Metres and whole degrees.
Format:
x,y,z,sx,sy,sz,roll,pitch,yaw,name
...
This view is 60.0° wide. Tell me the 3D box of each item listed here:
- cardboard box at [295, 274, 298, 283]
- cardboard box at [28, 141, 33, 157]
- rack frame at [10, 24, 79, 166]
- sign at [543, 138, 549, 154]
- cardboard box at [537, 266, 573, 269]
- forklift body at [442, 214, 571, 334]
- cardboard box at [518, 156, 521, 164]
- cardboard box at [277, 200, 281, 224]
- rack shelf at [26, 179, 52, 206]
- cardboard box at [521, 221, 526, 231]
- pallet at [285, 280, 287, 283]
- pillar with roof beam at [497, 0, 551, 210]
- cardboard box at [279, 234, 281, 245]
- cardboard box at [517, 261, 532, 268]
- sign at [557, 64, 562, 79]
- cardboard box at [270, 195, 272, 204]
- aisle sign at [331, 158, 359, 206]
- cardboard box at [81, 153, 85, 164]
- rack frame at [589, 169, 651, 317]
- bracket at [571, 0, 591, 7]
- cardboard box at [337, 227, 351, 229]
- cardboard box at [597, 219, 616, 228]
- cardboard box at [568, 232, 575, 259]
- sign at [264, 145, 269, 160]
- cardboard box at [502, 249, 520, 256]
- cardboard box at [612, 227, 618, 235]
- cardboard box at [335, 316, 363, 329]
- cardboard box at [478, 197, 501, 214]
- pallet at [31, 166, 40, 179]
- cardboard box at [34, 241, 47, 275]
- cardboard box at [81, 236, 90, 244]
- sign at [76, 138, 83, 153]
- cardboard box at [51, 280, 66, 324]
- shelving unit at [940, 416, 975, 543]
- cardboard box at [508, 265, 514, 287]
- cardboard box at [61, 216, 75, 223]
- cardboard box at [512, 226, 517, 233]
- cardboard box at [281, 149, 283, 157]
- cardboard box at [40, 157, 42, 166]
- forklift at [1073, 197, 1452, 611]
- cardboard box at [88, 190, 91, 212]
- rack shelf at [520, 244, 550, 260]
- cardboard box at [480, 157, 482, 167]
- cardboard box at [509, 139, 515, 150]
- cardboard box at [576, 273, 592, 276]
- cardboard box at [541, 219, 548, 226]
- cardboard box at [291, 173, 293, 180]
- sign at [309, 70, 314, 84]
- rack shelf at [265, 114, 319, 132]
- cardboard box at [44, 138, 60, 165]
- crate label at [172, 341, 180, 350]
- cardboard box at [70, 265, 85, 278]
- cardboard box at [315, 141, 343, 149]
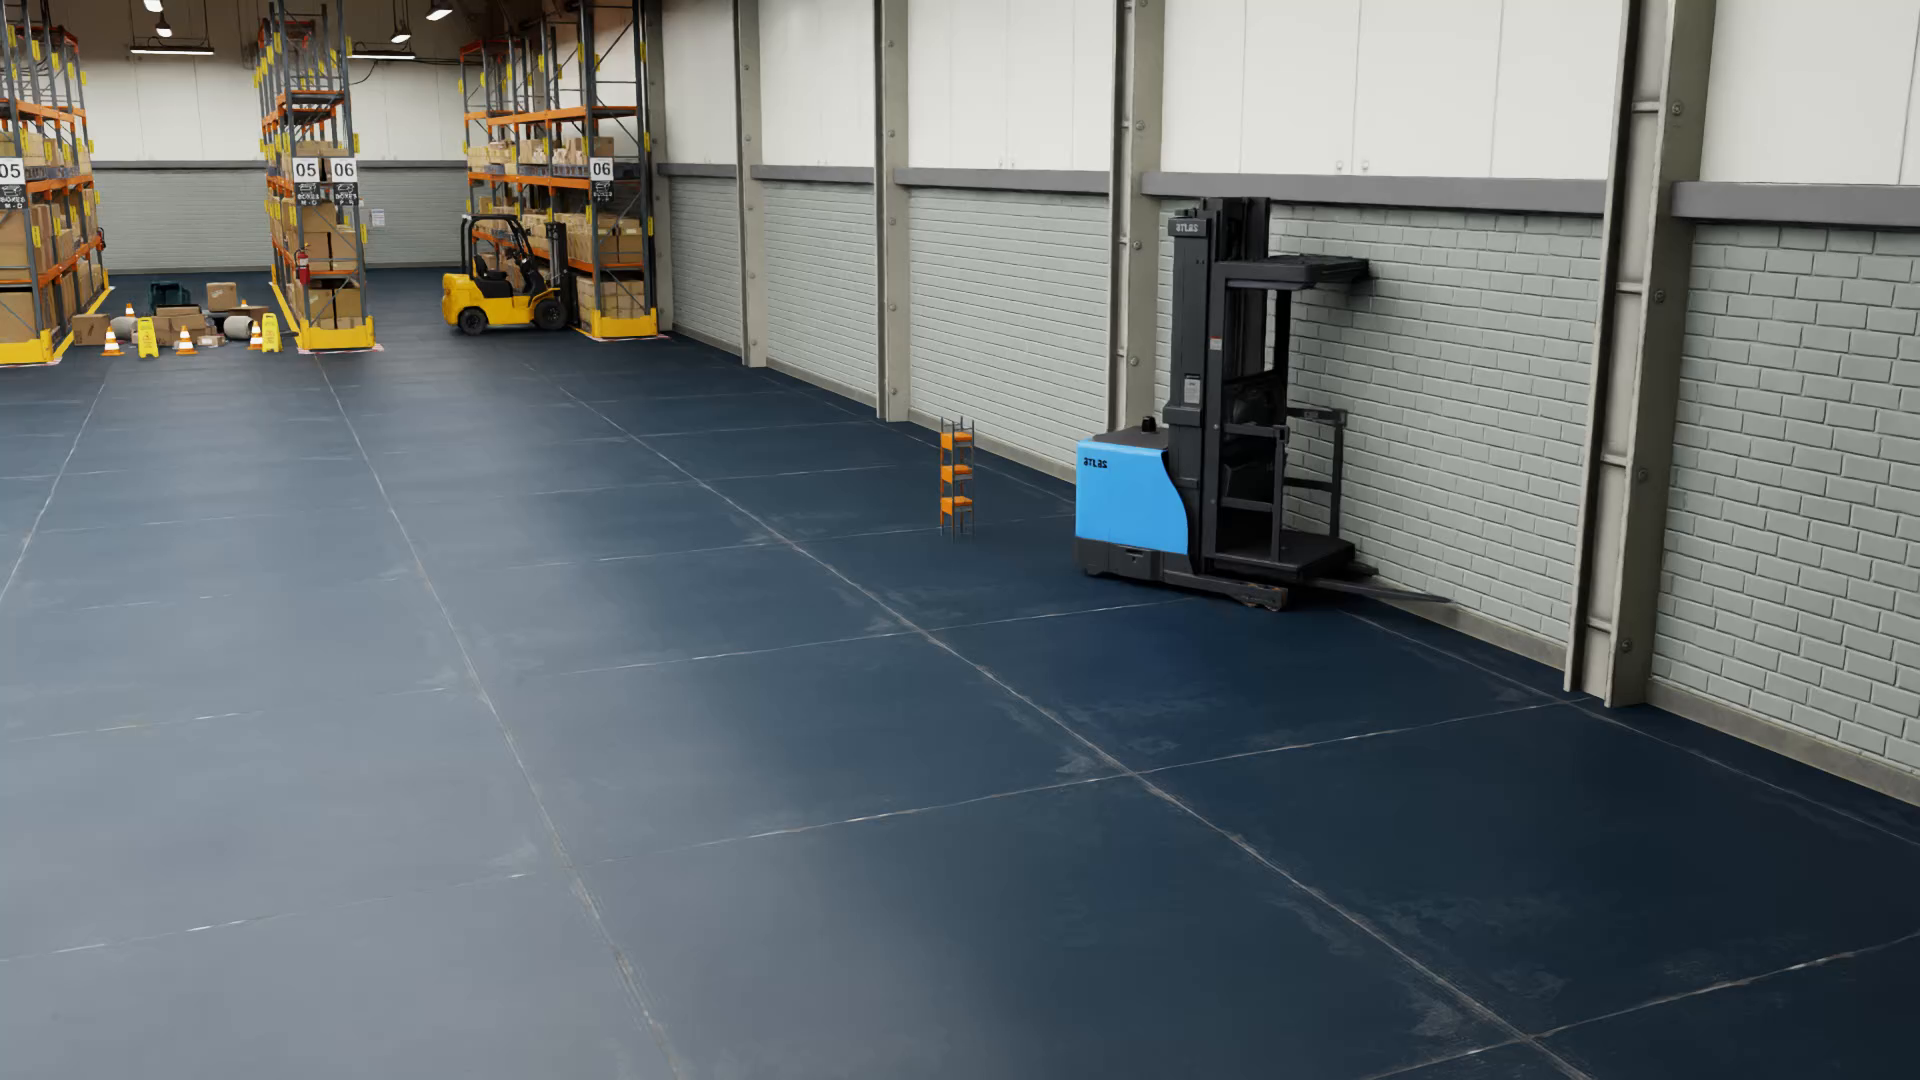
x,y,z,sx,sy,sz,roll,pitch,yaw,name
-12.034,-4.823,30.622,0.380,0.149,0.250,-5,14,-20,cardboard box
-15.594,-6.440,27.409,0.500,0.250,0.500,-6,14,-23,cardboard box
-20.036,-9.723,36.424,1.000,3.000,0.127,-6,14,-23,rack frame
-8.283,-7.880,33.270,0.100,0.325,0.005,-6,14,-23,sign
-8.886,-5.675,36.571,0.875,0.625,0.625,-5,14,-21,cardboard box
-8.619,-5.052,31.428,2.313,2.155,1.214,-6,14,-23,forklift body
-9.531,-8.393,36.692,0.380,0.166,0.250,-6,14,-23,cardboard box
-14.385,-7.061,35.788,0.500,0.500,0.500,-6,14,-24,cardboard box
-16.030,-5.845,27.917,1.077,0.370,4.000,-6,14,-23,rack shelf
-9.461,-6.946,36.952,0.500,0.250,0.500,-6,14,-23,cardboard box
-16.266,-6.327,41.237,1.003,0.211,1.213,-6,14,-23,pallet
-14.392,-10.477,39.680,9.100,9.000,0.548,-6,14,-23,pillar with roof beam
-14.785,-6.660,36.825,0.500,0.250,0.500,-6,14,-24,cardboard box
-9.960,-6.327,38.228,0.380,0.149,0.250,-6,15,-26,cardboard box
-8.885,-10.397,36.913,0.100,0.325,0.005,-6,14,-23,sign
-16.391,-8.087,40.219,0.500,0.500,0.500,-5,14,-22,cardboard box
-10.425,-6.071,28.183,0.394,0.787,0.004,-6,14,-23,aisle sign
-20.393,-8.762,38.148,0.500,0.250,0.500,-5,14,-22,cardboard box
-6.187,-5.238,30.351,1.000,3.000,0.127,-6,14,-23,rack frame
-7.164,-10.726,32.774,0.076,0.066,4.783,-6,14,-23,bracket
-11.296,-5.422,30.263,0.500,0.500,0.500,-6,14,-24,cardboard box
-6.524,-5.803,30.471,0.380,0.149,0.250,-6,14,-23,cardboard box
-7.242,-5.682,32.045,0.500,0.500,0.500,-6,14,-23,cardboard box
-16.049,-8.970,38.499,0.100,0.325,0.005,-6,14,-23,sign
-10.946,-7.018,40.554,0.380,0.149,0.250,-6,14,-26,cardboard box
-6.243,-5.742,30.866,0.380,0.149,0.250,-6,14,-23,cardboard box
-10.804,-3.846,29.502,0.500,0.250,0.500,-6,14,-23,cardboard box
-12.061,-8.553,42.684,0.500,0.500,0.500,-5,14,-22,cardboard box
-16.028,-6.144,27.809,1.003,0.211,1.213,-6,14,-23,pallet
-15.769,-4.706,27.717,0.875,0.550,0.550,-6,14,-23,cardboard box
-19.850,-6.766,37.510,0.380,0.149,0.250,-5,14,-21,cardboard box
-19.529,-8.757,36.880,0.100,0.325,0.005,-6,14,-23,sign
-17.162,-4.376,30.685,1.050,0.750,0.750,-6,14,-23,cardboard box
-0.021,-0.523,14.299,0.215,1.050,0.252,-6,14,-23,shelving unit
-10.387,-6.264,39.394,0.500,0.500,0.500,-6,14,-25,cardboard box
-19.286,-6.893,35.807,0.380,0.149,0.250,-6,14,-25,cardboard box
-10.007,-7.075,37.910,0.380,0.149,0.250,-5,14,-22,cardboard box
-12.509,-7.249,31.173,0.380,0.149,0.250,-6,14,-24,cardboard box
-16.084,-6.536,28.707,0.380,0.149,0.250,-6,14,-23,cardboard box
2.380,-1.046,12.388,3.031,2.935,1.130,10,16,36,forklift
-20.593,-7.915,38.819,0.500,0.500,0.500,-6,14,-25,cardboard box
-8.591,-6.128,35.788,1.077,0.370,4.000,-6,14,-23,rack shelf
-11.830,-9.541,41.963,0.500,0.250,0.500,-5,14,-22,cardboard box
-10.673,-9.548,40.145,0.396,0.266,0.258,-6,14,-23,cardboard box
-7.478,-5.080,32.618,0.500,0.250,0.500,-5,14,-21,cardboard box
-8.527,-6.629,34.701,0.380,0.149,0.250,-6,14,-25,cardboard box
-11.263,-6.225,28.520,0.380,0.149,0.250,-6,14,-23,cardboard box
-15.049,-10.736,38.555,0.100,0.325,0.005,-6,14,-23,sign
-14.740,-9.233,36.787,1.077,0.370,4.000,-6,14,-23,rack shelf
-17.481,-7.404,31.680,0.500,0.500,0.500,-6,14,-23,cardboard box
-13.341,-3.353,28.555,0.298,0.136,0.250,9,16,35,crate label
-18.878,-5.699,35.290,0.500,0.250,0.500,-6,14,-23,cardboard box
-12.412,-7.711,32.676,0.500,0.250,0.500,-6,14,-24,cardboard box
